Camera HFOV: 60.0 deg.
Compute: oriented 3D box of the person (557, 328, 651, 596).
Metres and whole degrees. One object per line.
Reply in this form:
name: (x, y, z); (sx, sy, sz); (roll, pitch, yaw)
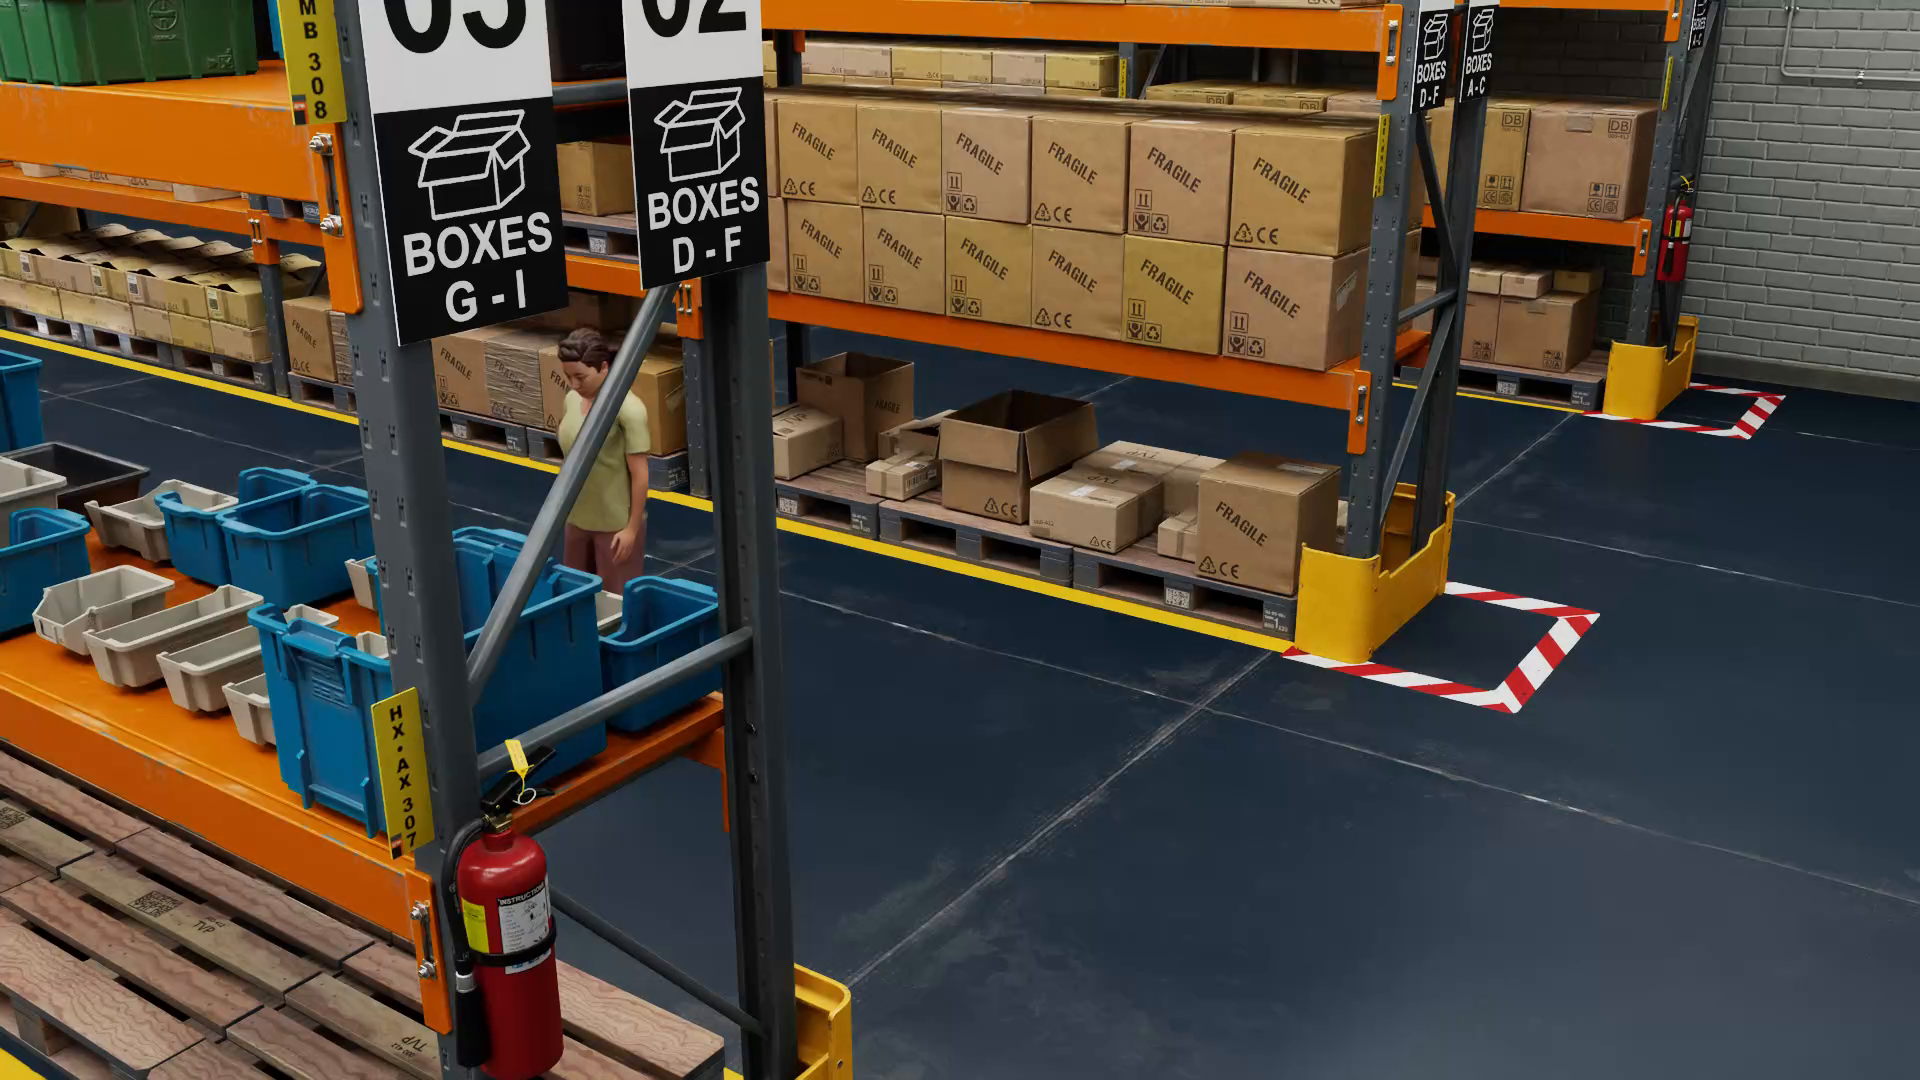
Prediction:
person: (-1.431, -0.055, 6.757); (0.455, 1.662, 0.350); (14, 24, 33)
